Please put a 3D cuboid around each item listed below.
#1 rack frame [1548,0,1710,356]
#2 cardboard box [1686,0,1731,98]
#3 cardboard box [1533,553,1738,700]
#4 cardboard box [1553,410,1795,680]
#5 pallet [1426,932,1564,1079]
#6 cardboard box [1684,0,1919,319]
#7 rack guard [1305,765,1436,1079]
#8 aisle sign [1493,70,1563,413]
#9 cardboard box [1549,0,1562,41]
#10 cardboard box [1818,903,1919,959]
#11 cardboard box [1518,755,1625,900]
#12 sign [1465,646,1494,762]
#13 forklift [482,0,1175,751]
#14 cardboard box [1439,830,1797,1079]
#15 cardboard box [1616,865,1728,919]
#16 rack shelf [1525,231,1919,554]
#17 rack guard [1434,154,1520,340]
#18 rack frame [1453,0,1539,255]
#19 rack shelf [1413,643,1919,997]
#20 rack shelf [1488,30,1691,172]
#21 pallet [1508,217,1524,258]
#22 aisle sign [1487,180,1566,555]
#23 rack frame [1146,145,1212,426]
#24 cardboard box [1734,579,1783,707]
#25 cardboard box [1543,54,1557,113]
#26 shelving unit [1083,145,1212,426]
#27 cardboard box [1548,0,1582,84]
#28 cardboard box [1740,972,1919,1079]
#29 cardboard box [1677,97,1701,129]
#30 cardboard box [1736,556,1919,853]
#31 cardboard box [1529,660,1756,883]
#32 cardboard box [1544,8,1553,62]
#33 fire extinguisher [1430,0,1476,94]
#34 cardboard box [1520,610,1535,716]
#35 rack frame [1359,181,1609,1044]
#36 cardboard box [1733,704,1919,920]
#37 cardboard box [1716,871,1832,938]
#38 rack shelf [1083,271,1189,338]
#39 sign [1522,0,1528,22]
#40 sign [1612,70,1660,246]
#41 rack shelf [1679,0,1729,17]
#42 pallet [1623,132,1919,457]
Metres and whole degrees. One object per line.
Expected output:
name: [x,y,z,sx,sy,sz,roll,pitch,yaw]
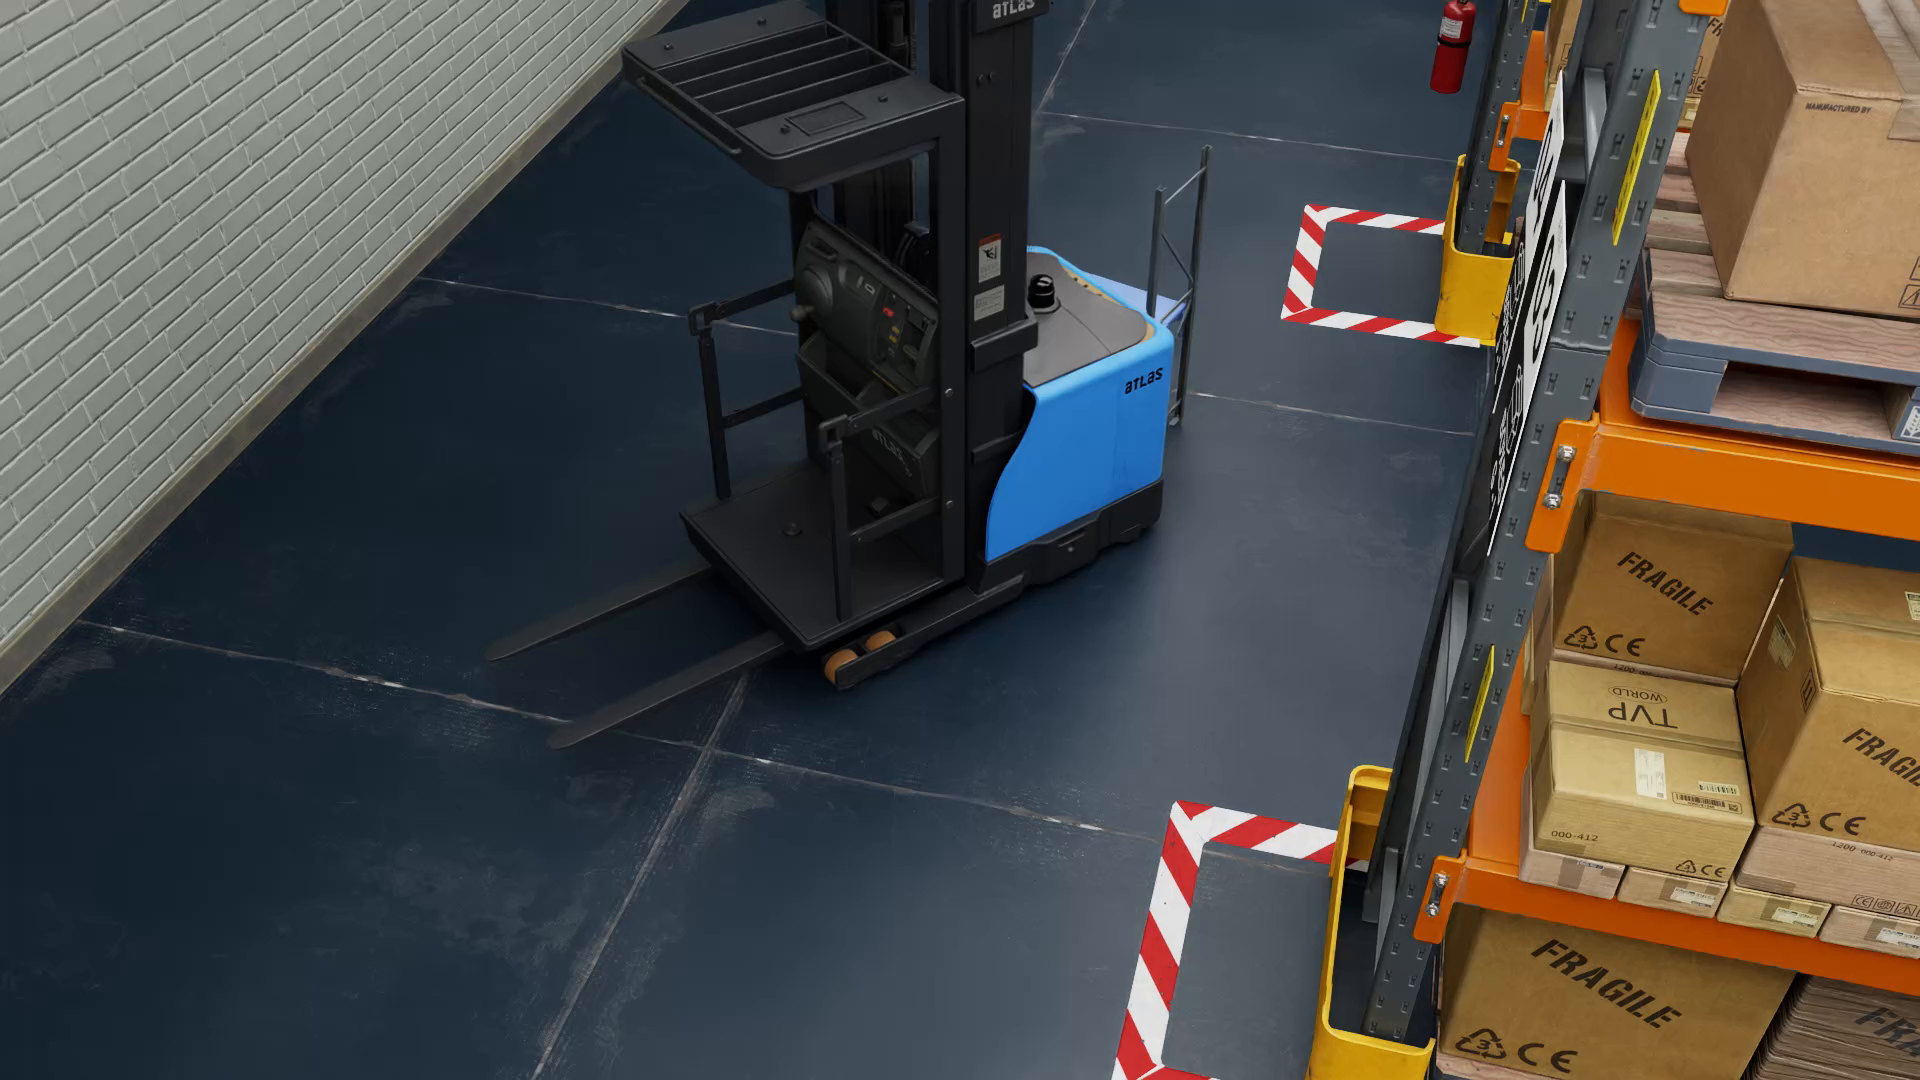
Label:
rack frame: [1.457,-1.864,2.972,0.127,3.000,1.000,10,41,11]
cardboard box: [3.723,-2.464,8.042,0.500,0.500,0.500,10,41,12]
cardboard box: [1.994,0.293,4.954,0.500,0.250,0.500,9,41,11]
cardboard box: [1.996,0.008,4.711,0.500,0.500,0.500,10,41,12]
pallet: [2.250,1.586,5.698,1.213,0.211,1.003,10,41,11]
cardboard box: [1.973,-0.899,3.674,0.500,0.500,0.700,7,41,9]
rack guard: [1.434,1.387,5.710,0.348,0.500,1.175,10,41,11]
aisle sign: [1.465,-0.760,4.301,0.004,0.787,0.394,10,41,11]
cardboard box: [3.338,-2.868,8.524,0.500,0.500,0.500,11,41,12]
cardboard box: [2.463,0.921,4.517,0.250,0.149,0.380,9,41,11]
cardboard box: [1.715,0.794,4.668,0.250,0.149,0.380,10,41,12]
sign: [1.308,0.416,4.188,0.005,0.325,0.100,10,41,11]
forklift: [-0.549,-0.884,6.523,3.031,2.935,1.130,-25,46,-27]
cardboard box: [2.096,1.143,5.382,0.875,0.875,0.875,10,41,11]
cardboard box: [1.963,0.836,4.618,0.250,0.149,0.380,9,41,11]
rack shelf: [3.389,-0.107,3.772,4.000,0.370,1.077,10,41,11]
rack guard: [2.910,-1.661,9.339,0.348,0.500,1.175,10,41,11]
rack frame: [2.837,-2.631,8.550,0.127,3.000,1.000,10,41,11]
rack shelf: [3.389,1.042,4.737,4.000,0.370,1.077,10,41,11]
rack shelf: [4.769,-2.023,8.386,4.000,0.370,1.077,10,41,11]
pallet: [3.686,-1.394,9.245,1.213,0.211,1.003,10,41,11]
aisle sign: [1.310,-0.388,3.858,0.004,0.787,0.394,10,41,11]
rack frame: [0.998,-1.080,7.870,0.032,1.500,0.500,22,45,24]
cardboard box: [2.484,0.378,4.853,0.500,0.250,0.500,9,41,11]
cardboard box: [3.065,-2.277,8.325,0.250,0.149,0.380,9,41,11]
shelving unit: [0.570,-1.256,8.079,1.048,1.500,0.538,22,45,24]
cardboard box: [3.199,-2.537,8.129,0.500,0.500,0.500,12,41,13]
cardboard box: [2.975,1.294,5.202,0.875,0.875,0.875,10,41,11]
cardboard box: [3.568,-2.183,8.212,0.250,0.149,0.380,9,41,10]
cardboard box: [2.334,0.421,4.219,0.500,0.500,0.500,9,41,10]
cardboard box: [1.851,0.625,4.559,0.500,0.250,0.500,9,41,10]
cardboard box: [3.225,-2.656,8.776,0.250,0.149,0.380,10,41,11]
fire extinguisher: [2.713,-2.787,9.086,0.183,0.674,0.296,10,41,11]
cardboard box: [1.886,0.384,5.155,0.250,0.149,0.380,11,41,12]
rack frame: [1.457,0.434,4.901,0.127,3.000,1.000,10,41,11]
cardboard box: [2.355,0.707,4.461,0.500,0.250,0.500,9,41,11]
cardboard box: [2.210,0.878,4.568,0.250,0.149,0.380,9,41,10]
rack shelf: [0.570,-1.118,8.195,1.000,0.185,0.538,22,45,24]
sign: [2.697,-2.625,7.871,0.005,0.325,0.100,10,41,11]
sign: [1.308,-0.736,3.221,0.005,0.325,0.100,10,41,11]
rack shelf: [3.389,-1.103,2.936,4.000,0.370,1.077,10,41,11]
pallet: [2.176,-0.564,3.826,1.213,0.211,1.003,10,41,11]
